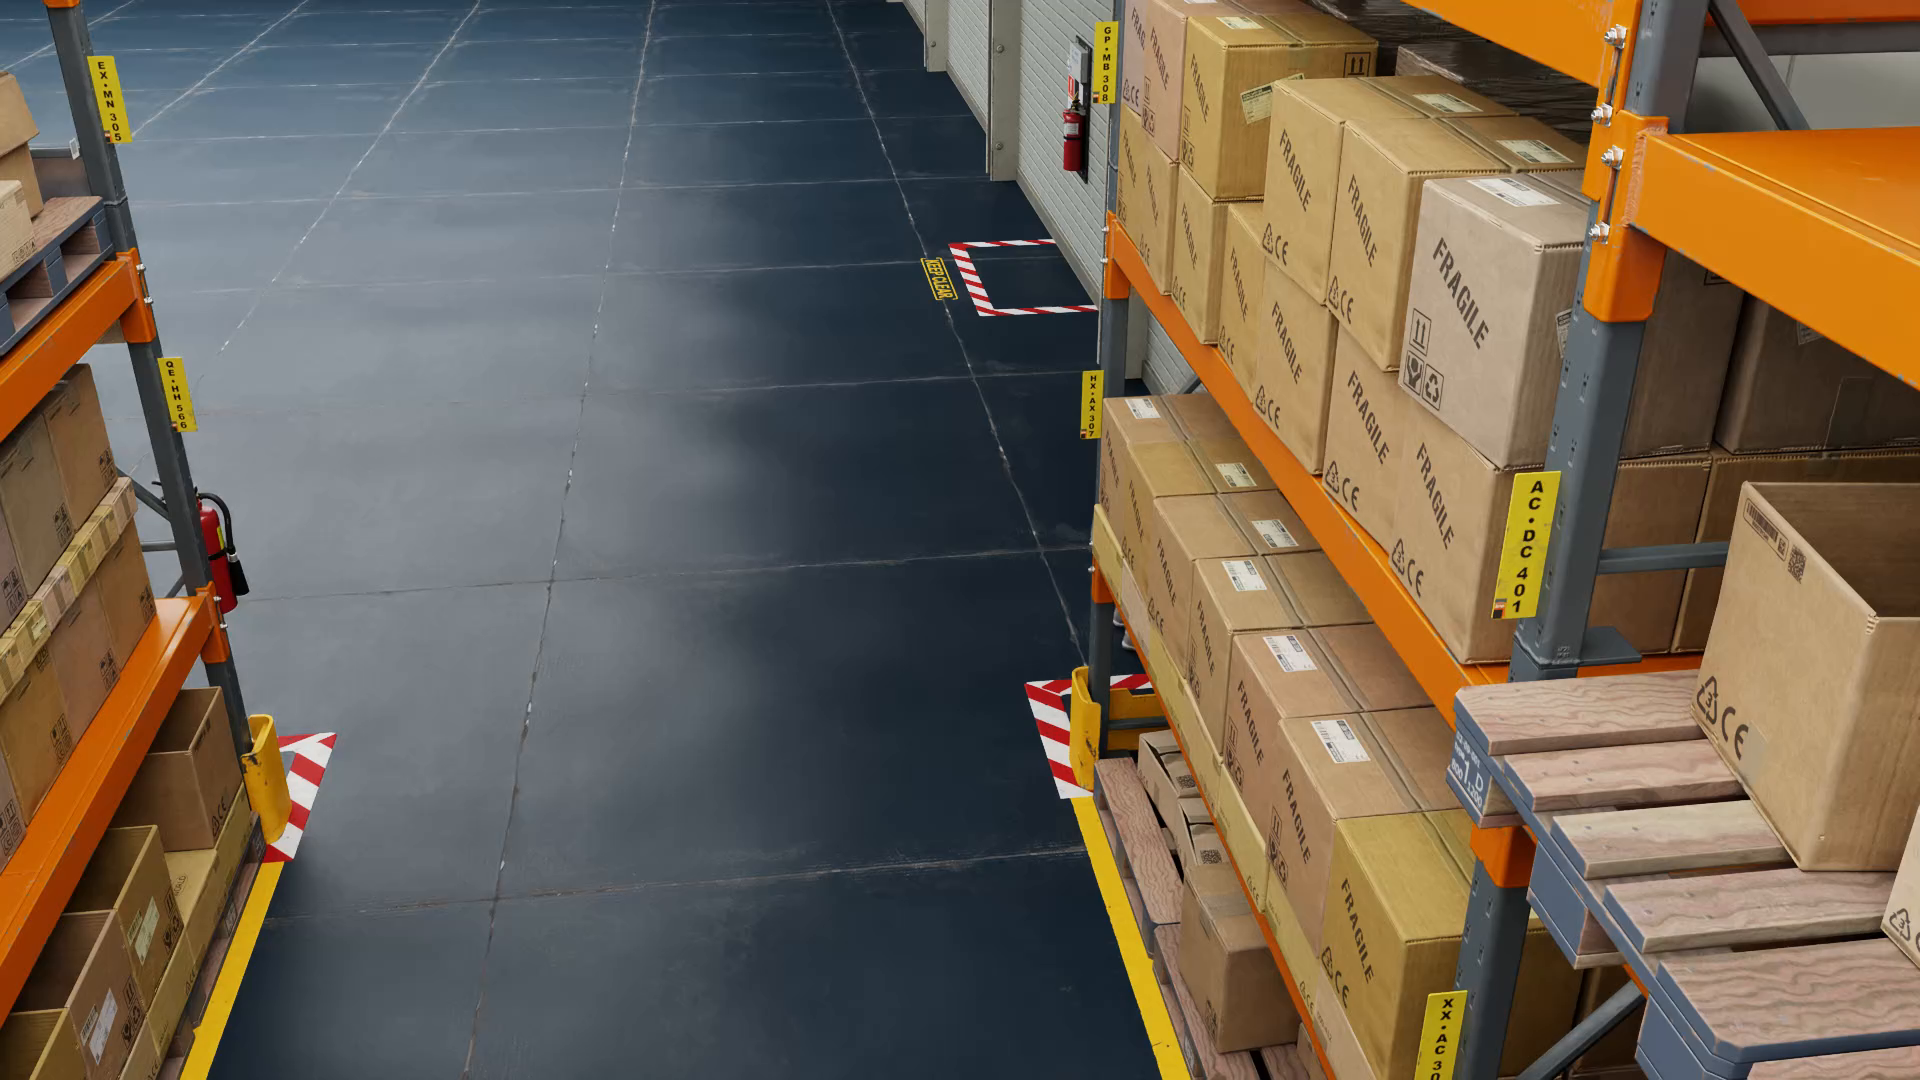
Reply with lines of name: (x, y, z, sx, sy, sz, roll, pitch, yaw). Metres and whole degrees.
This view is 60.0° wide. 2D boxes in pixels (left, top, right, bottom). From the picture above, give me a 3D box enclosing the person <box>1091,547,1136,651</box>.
person: (1.165, 0.063, 9.291, 0.869, 1.029, 0.571, -4, 27, -7)
